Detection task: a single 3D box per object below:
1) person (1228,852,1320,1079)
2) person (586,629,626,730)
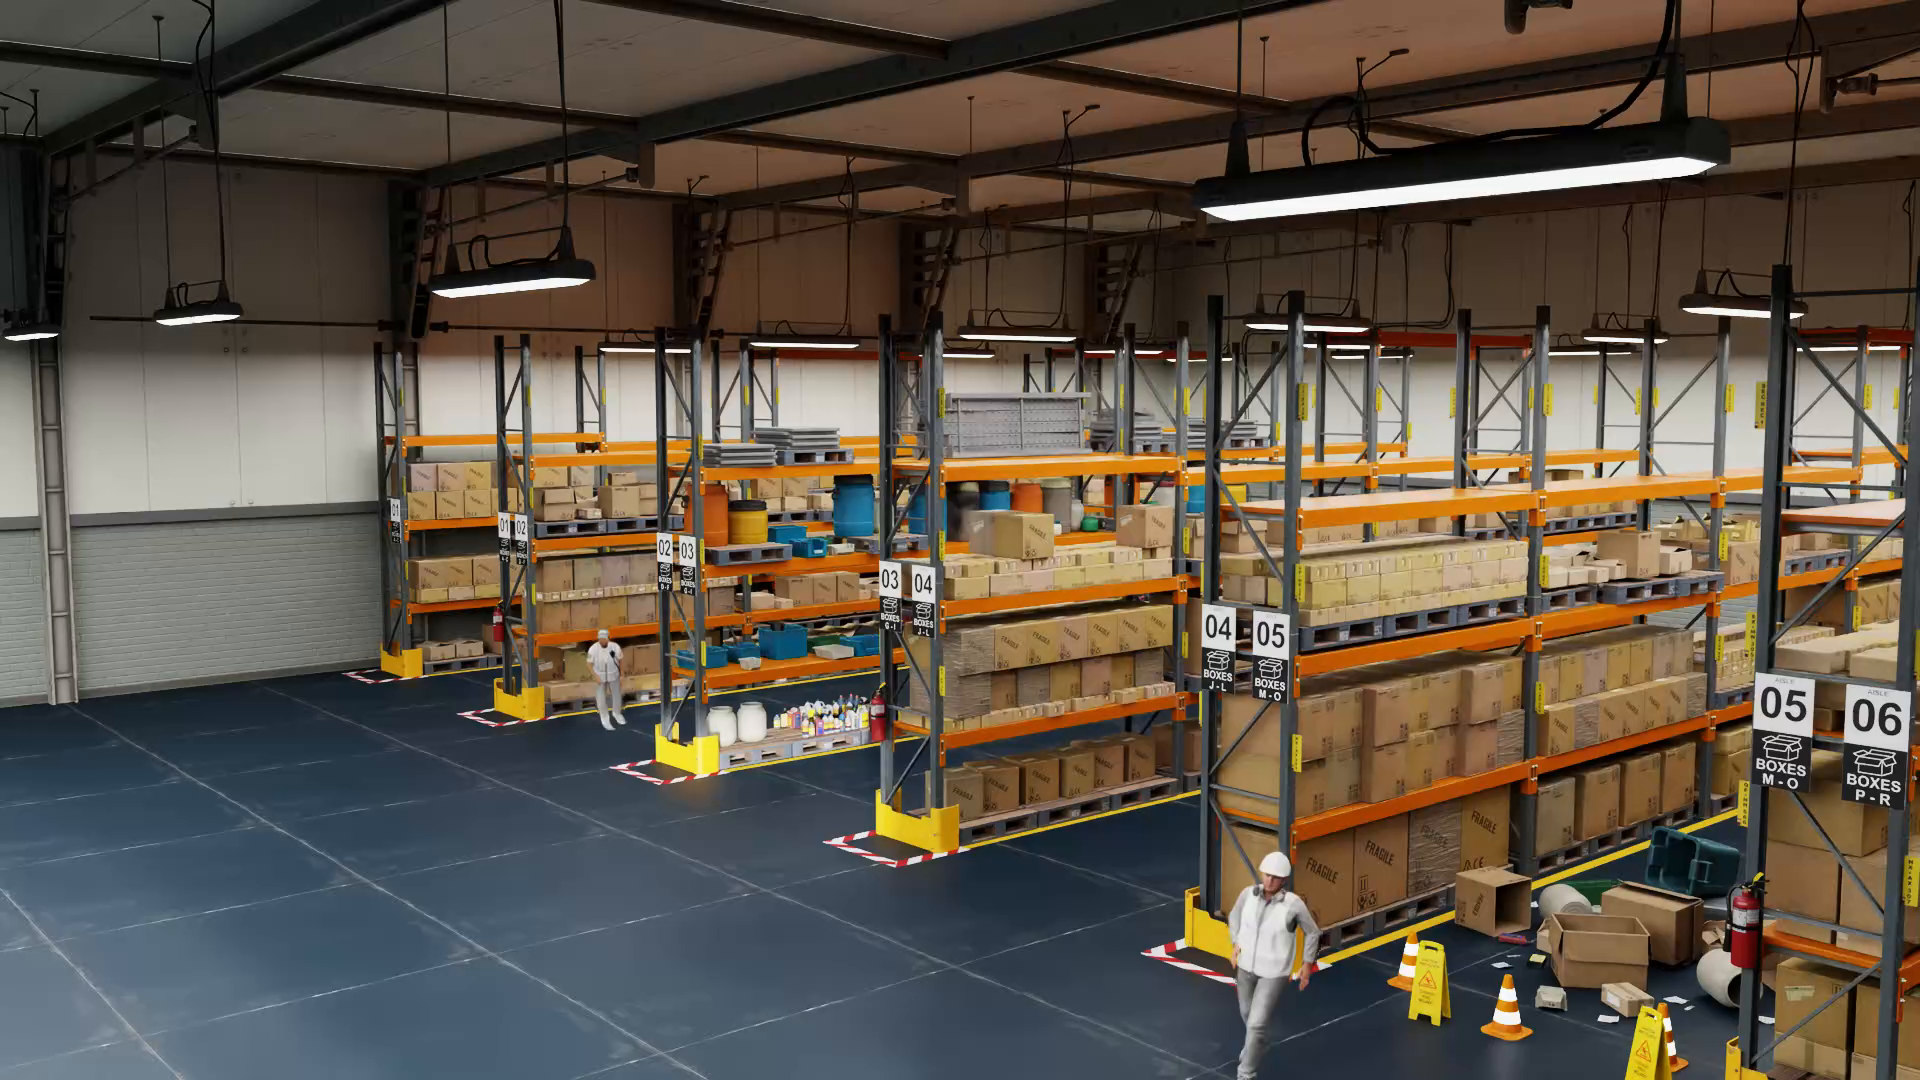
[{"bbox_3d":[2.266,3.141,12.227,0.690,1.754,0.916,4,6,35],"label":"person"},{"bbox_3d":[-5.349,2.106,25.139,0.582,1.594,0.720,-1,5,-14],"label":"person"}]
